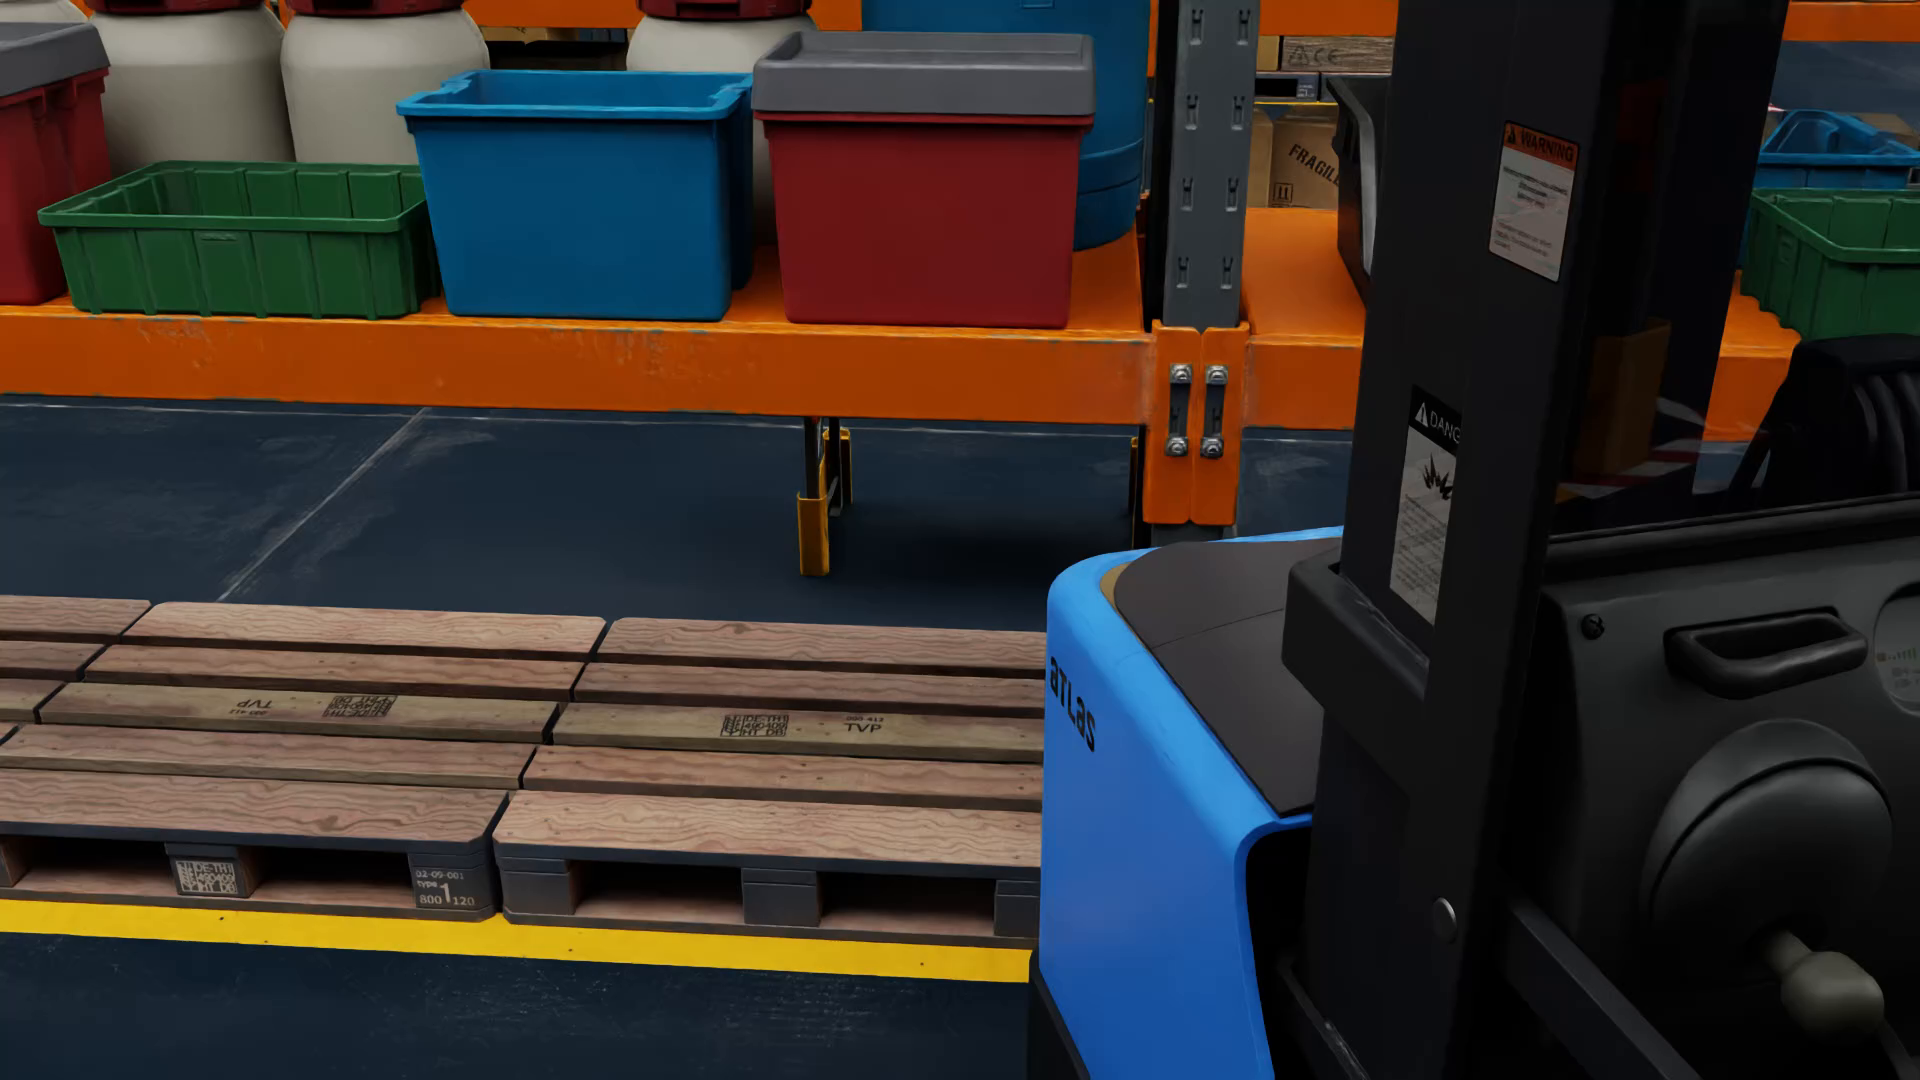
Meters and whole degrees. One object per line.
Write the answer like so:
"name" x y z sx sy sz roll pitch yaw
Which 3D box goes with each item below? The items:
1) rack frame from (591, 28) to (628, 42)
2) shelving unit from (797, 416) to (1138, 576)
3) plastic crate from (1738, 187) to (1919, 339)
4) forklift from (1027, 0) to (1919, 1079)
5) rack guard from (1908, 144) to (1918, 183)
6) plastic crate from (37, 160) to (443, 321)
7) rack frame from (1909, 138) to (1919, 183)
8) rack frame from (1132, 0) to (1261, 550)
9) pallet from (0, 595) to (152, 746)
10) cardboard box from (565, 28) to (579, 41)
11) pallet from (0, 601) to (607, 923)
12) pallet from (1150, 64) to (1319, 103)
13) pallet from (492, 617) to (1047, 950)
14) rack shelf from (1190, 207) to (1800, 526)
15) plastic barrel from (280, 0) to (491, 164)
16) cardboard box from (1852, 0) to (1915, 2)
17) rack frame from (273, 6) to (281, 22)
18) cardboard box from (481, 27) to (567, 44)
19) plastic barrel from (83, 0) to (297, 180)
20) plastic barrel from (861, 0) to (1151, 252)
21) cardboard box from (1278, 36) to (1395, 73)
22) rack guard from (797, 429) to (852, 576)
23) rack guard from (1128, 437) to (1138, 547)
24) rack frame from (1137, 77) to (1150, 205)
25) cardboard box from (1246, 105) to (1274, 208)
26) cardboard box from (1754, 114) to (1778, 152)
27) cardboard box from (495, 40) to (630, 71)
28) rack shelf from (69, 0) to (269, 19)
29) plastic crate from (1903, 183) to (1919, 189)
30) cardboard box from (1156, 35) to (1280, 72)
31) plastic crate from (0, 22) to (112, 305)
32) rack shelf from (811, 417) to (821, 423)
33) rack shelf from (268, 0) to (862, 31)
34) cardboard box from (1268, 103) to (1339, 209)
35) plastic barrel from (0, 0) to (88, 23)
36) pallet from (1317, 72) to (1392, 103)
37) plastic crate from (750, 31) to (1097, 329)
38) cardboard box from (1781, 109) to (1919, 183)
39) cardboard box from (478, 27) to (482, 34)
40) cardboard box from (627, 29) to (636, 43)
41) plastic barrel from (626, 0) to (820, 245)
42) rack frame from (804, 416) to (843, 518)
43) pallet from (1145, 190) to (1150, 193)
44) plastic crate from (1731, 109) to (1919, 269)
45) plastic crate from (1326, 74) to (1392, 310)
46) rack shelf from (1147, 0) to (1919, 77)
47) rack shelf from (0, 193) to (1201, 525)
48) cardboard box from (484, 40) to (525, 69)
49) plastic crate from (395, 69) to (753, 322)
"rack frame" -2.672 -4.992 12.511 0.127 3.000 1.000 2 25 4
"shelving unit" 0.076 -0.679 4.931 1.083 1.500 0.587 2 25 4
"plastic crate" 1.788 -0.479 2.955 0.662 0.188 0.450 2 25 4
"forklift" 0.998 0.213 1.282 1.130 2.935 3.031 -6 25 -14
"rack guard" 4.748 -1.539 7.997 0.348 0.500 1.175 2 25 4
"plastic crate" -1.302 -0.578 3.171 0.662 0.188 0.450 2 25 4
"rack frame" 4.824 -2.672 7.469 0.127 3.000 1.000 2 25 4
"rack frame" 0.456 -0.736 3.261 0.127 3.000 1.000 2 25 4
"pallet" -2.762 0.444 4.033 1.213 0.211 1.003 2 25 4
"cardboard box" -3.358 -4.177 13.226 0.500 0.500 0.500 1 25 2
"pallet" -1.549 0.484 3.946 1.213 0.211 1.003 2 25 4
"pallet" 2.068 -3.541 12.692 1.213 0.211 1.003 2 25 4
"pallet" -0.330 0.522 3.864 1.213 0.211 1.003 2 25 4
"rack shelf" 2.450 -0.345 3.272 4.000 0.370 1.077 2 25 4
"plastic barrel" -1.212 -0.943 3.549 0.433 0.535 0.433 0 25 0
"cardboard box" 4.021 -2.476 7.343 0.250 0.149 0.380 2 25 4
"rack frame" -3.153 -2.928 8.026 0.127 3.000 1.000 2 25 4
"cardboard box" -3.348 -3.960 12.755 0.500 0.500 0.500 2 25 4
"plastic barrel" -1.644 -0.957 3.579 0.433 0.535 0.433 0 25 0
"plastic barrel" 0.094 -1.102 3.458 0.708 0.901 0.600 2 25 4
"cardboard box" 2.837 -4.013 12.423 0.875 0.875 0.875 2 25 4
"rack guard" -0.421 -0.127 5.227 0.087 0.250 0.587 2 25 4
"rack guard" 0.573 -0.095 5.158 0.087 0.250 0.587 2 25 4
"rack frame" 0.836 -2.800 7.747 0.127 3.000 1.000 2 25 4
"cardboard box" 1.231 -1.826 8.118 0.500 0.500 0.500 1 25 2
"cardboard box" 3.604 -1.759 7.973 0.500 0.500 0.500 8 26 18
"cardboard box" -1.953 -2.312 8.252 0.500 0.250 0.500 5 25 10
"rack shelf" -5.147 -2.666 8.315 4.000 0.370 1.077 2 25 4
"plastic crate" 2.095 -0.670 3.433 0.437 0.136 0.530 2 25 4
"cardboard box" 1.938 -4.041 12.482 0.875 0.875 0.875 2 25 5
"plastic crate" -1.944 -0.714 3.136 0.583 0.464 0.402 2 25 4
"rack shelf" 0.085 -0.515 5.006 1.000 0.185 0.538 2 25 4
"rack shelf" -1.159 -2.538 8.037 4.000 0.370 1.077 2 25 4
"cardboard box" 1.803 -1.811 8.085 0.500 0.500 0.500 10 27 21
"plastic barrel" -2.070 -0.957 3.609 0.421 0.512 0.421 0 25 0
"pallet" 3.288 -3.503 12.610 1.213 0.211 1.003 2 25 4
"plastic crate" -0.050 -0.653 3.004 0.583 0.464 0.402 2 25 4
"cardboard box" 4.202 -1.755 7.963 0.500 0.500 0.500 6 25 14
"cardboard box" -3.866 -3.978 12.794 0.500 0.500 0.500 3 25 6
"cardboard box" -2.072 -4.104 12.770 0.750 0.750 1.050 2 25 3
"plastic barrel" -0.481 -0.920 3.498 0.433 0.535 0.433 0 25 0
"rack frame" -0.422 -0.695 4.966 0.032 1.500 0.500 2 25 4
"pallet" 1.508 -1.527 8.316 1.213 0.211 1.003 2 25 4
"plastic crate" 1.581 -0.746 3.461 0.616 0.251 0.499 2 25 4
"plastic crate" 0.969 -0.638 3.123 0.504 0.338 0.767 2 25 4
"rack shelf" 2.830 -2.410 7.759 4.000 0.370 1.077 2 25 4
"rack shelf" -1.538 -0.473 3.551 4.000 0.370 1.077 2 25 4
"cardboard box" -2.482 -2.324 8.280 0.500 0.250 0.500 3 25 6
"plastic crate" -0.667 -0.634 3.059 0.575 0.384 0.392 2 25 4
